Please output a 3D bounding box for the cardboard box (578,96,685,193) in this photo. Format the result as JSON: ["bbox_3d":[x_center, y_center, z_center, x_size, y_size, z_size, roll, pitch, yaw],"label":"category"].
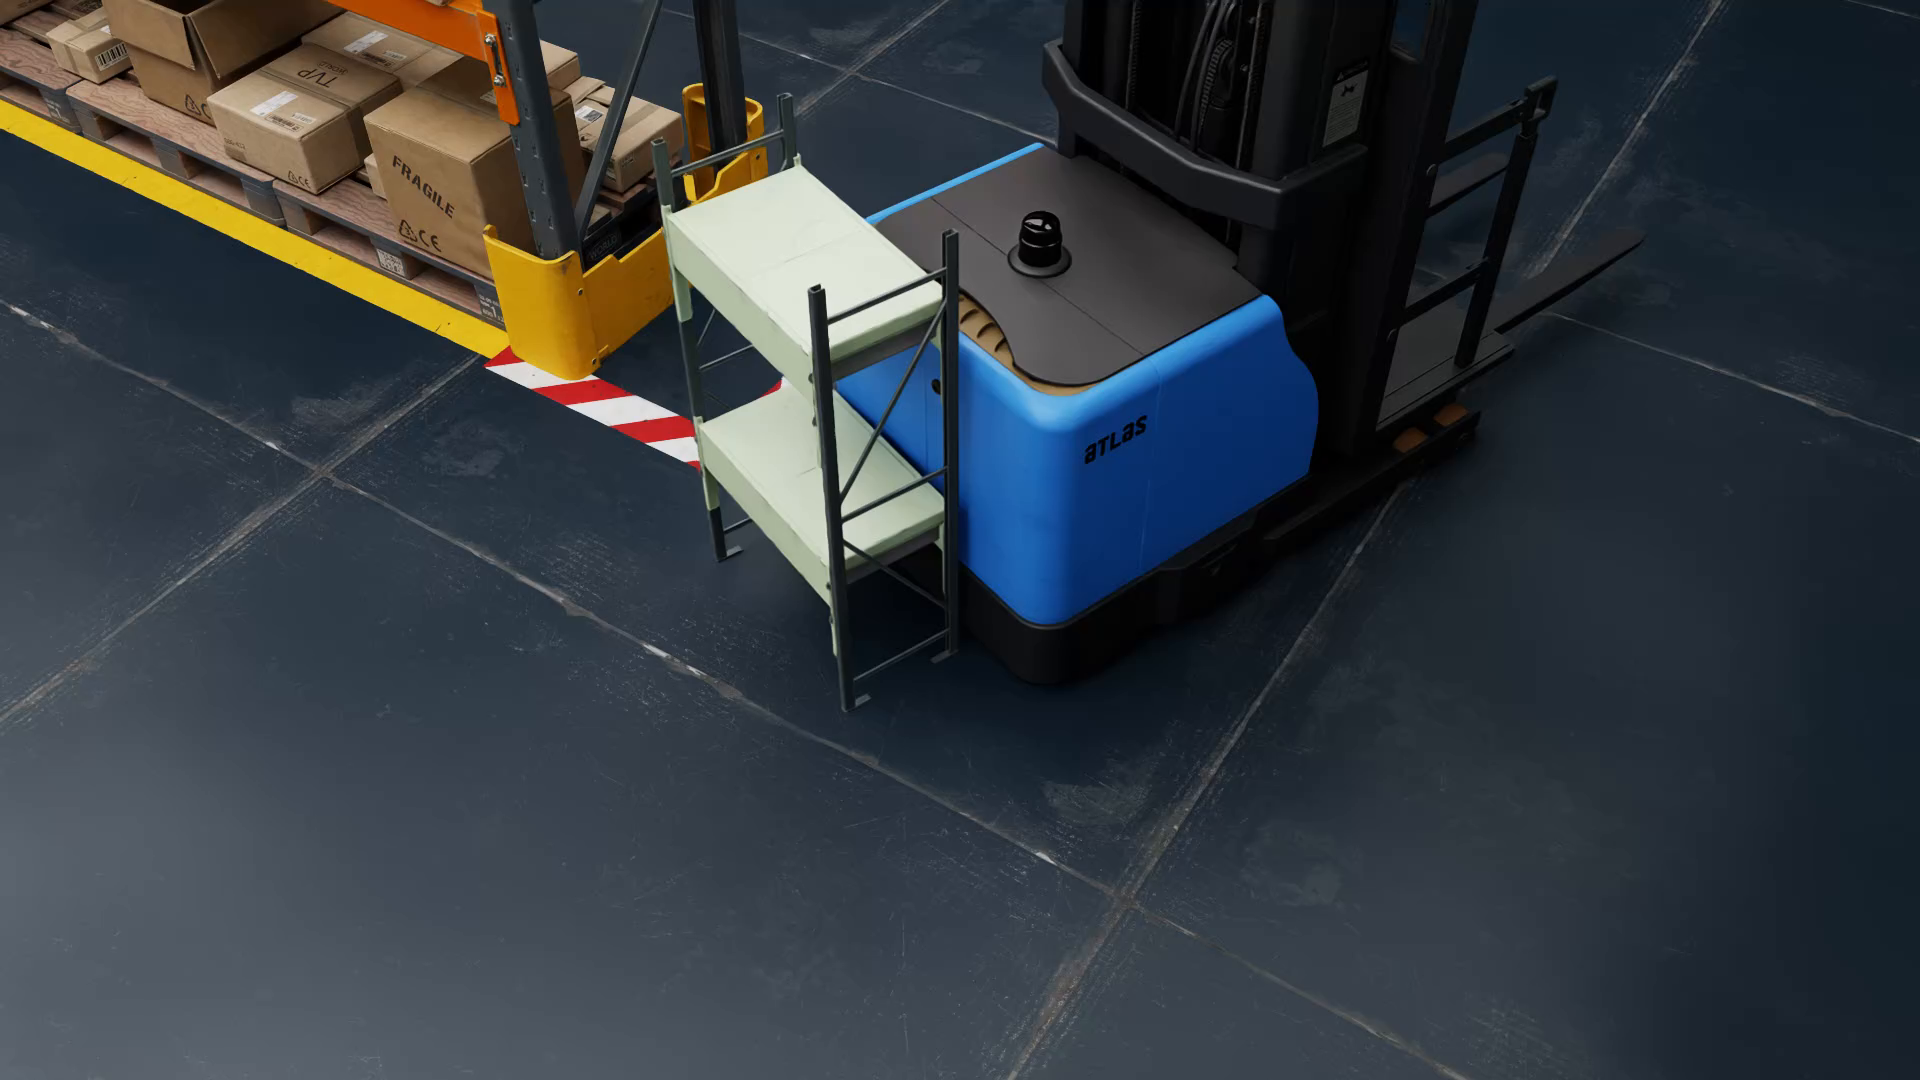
[{"bbox_3d":[-1.262,-1.501,6.298,0.250,0.149,0.380,25,51,22],"label":"cardboard box"}]

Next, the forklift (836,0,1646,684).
[{"bbox_3d":[1.090,-1.494,4.658,3.031,2.935,1.130,-29,53,-26],"label":"forklift"}]

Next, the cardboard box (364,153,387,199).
[{"bbox_3d":[-1.978,-1.411,6.198,0.250,0.166,0.380,25,51,22],"label":"cardboard box"}]

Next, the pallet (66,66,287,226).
[{"bbox_3d":[-2.853,-1.810,6.862,1.213,0.211,1.003,25,51,22],"label":"pallet"}]

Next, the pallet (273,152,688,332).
[{"bbox_3d":[-1.830,-1.337,6.403,1.213,0.211,1.003,25,51,22],"label":"pallet"}]

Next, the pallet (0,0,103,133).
[{"bbox_3d":[-3.884,-2.282,7.321,1.213,0.211,1.003,25,51,22],"label":"pallet"}]

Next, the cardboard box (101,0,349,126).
[{"bbox_3d":[-2.878,-2.079,6.613,0.637,0.503,0.797,25,51,22],"label":"cardboard box"}]

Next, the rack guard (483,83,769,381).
[{"bbox_3d":[-1.159,-1.130,6.000,0.348,0.500,1.175,25,51,22],"label":"rack guard"}]

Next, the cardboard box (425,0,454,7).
[{"bbox_3d":[-1.619,-2.016,5.047,0.500,0.500,0.500,26,51,23],"label":"cardboard box"}]

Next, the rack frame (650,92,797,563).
[{"bbox_3d":[-0.598,-0.540,4.729,0.400,1.500,0.023,-27,52,-24],"label":"rack frame"}]

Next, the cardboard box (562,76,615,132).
[{"bbox_3d":[-1.472,-1.604,6.386,0.250,0.166,0.380,25,51,22],"label":"cardboard box"}]

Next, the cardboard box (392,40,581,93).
[{"bbox_3d":[-1.820,-1.742,6.462,0.500,0.250,0.500,25,51,22],"label":"cardboard box"}]

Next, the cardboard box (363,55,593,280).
[{"bbox_3d":[-1.685,-1.316,5.873,0.500,0.500,0.500,25,51,22],"label":"cardboard box"}]

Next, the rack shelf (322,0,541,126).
[{"bbox_3d":[-2.778,-2.495,6.085,4.000,0.370,1.077,25,51,22],"label":"rack shelf"}]

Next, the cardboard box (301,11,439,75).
[{"bbox_3d":[-2.241,-1.936,6.650,0.500,0.250,0.500,25,51,22],"label":"cardboard box"}]

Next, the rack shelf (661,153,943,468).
[{"bbox_3d":[-0.385,-0.599,4.242,0.431,0.370,0.720,-27,52,-24],"label":"rack shelf"}]

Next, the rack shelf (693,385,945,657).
[{"bbox_3d":[-0.385,-0.100,4.756,0.431,0.370,0.720,-27,52,-24],"label":"rack shelf"}]

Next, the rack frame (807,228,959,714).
[{"bbox_3d":[-0.172,-0.114,4.315,0.400,1.500,0.023,-27,52,-24],"label":"rack frame"}]

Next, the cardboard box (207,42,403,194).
[{"bbox_3d":[-2.469,-1.615,6.338,0.500,0.250,0.500,25,51,22],"label":"cardboard box"}]

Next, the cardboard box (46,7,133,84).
[{"bbox_3d":[-3.492,-2.064,6.833,0.250,0.166,0.380,25,51,22],"label":"cardboard box"}]

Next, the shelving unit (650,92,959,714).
[{"bbox_3d":[-0.385,-0.327,4.522,0.431,1.500,0.755,-27,52,-24],"label":"shelving unit"}]

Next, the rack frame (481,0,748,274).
[{"bbox_3d":[-1.095,-1.972,5.074,0.127,3.000,1.000,25,51,22],"label":"rack frame"}]
